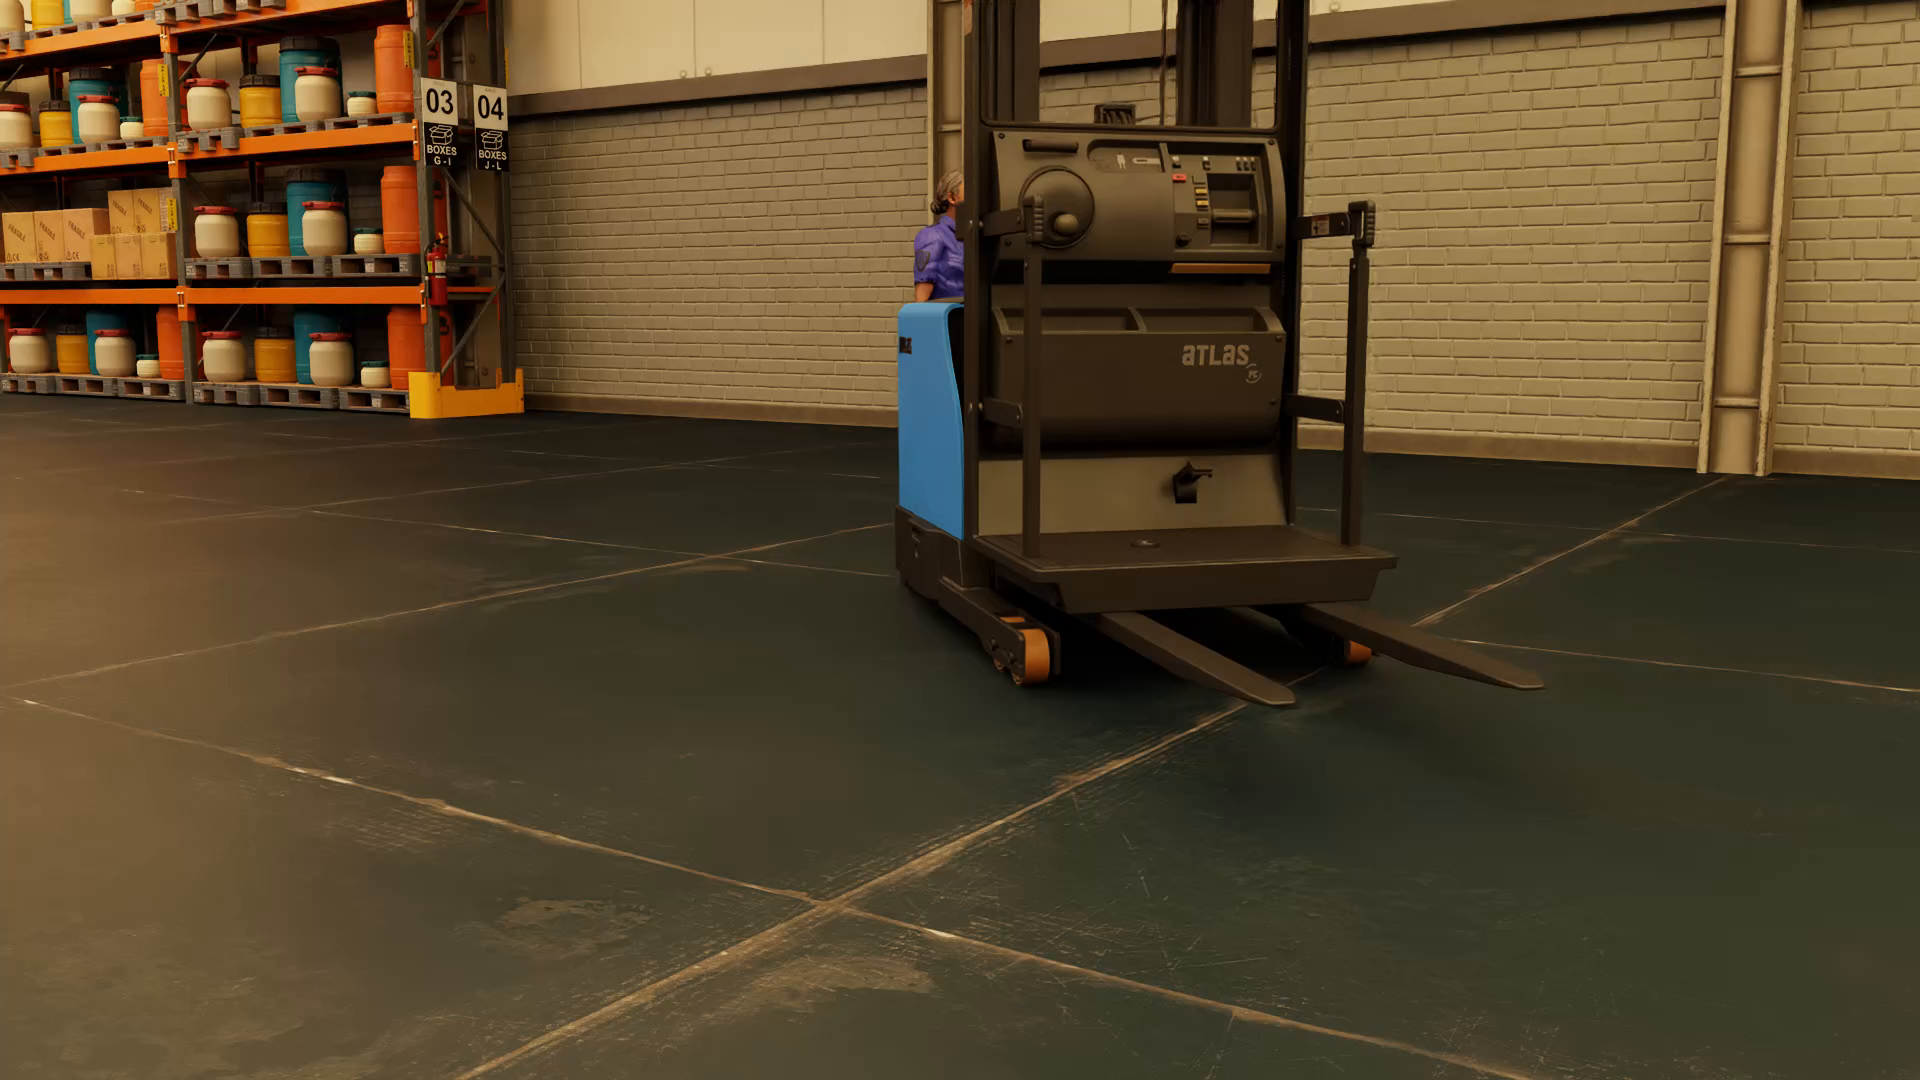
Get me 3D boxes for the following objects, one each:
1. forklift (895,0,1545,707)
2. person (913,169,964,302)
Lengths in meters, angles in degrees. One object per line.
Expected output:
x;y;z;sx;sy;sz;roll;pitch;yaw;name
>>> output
0.613;-1.098;4.913;1.130;2.935;3.031;-2;8;-14;forklift
0.061;-0.817;7.421;0.504;1.655;0.569;5;10;34;person
